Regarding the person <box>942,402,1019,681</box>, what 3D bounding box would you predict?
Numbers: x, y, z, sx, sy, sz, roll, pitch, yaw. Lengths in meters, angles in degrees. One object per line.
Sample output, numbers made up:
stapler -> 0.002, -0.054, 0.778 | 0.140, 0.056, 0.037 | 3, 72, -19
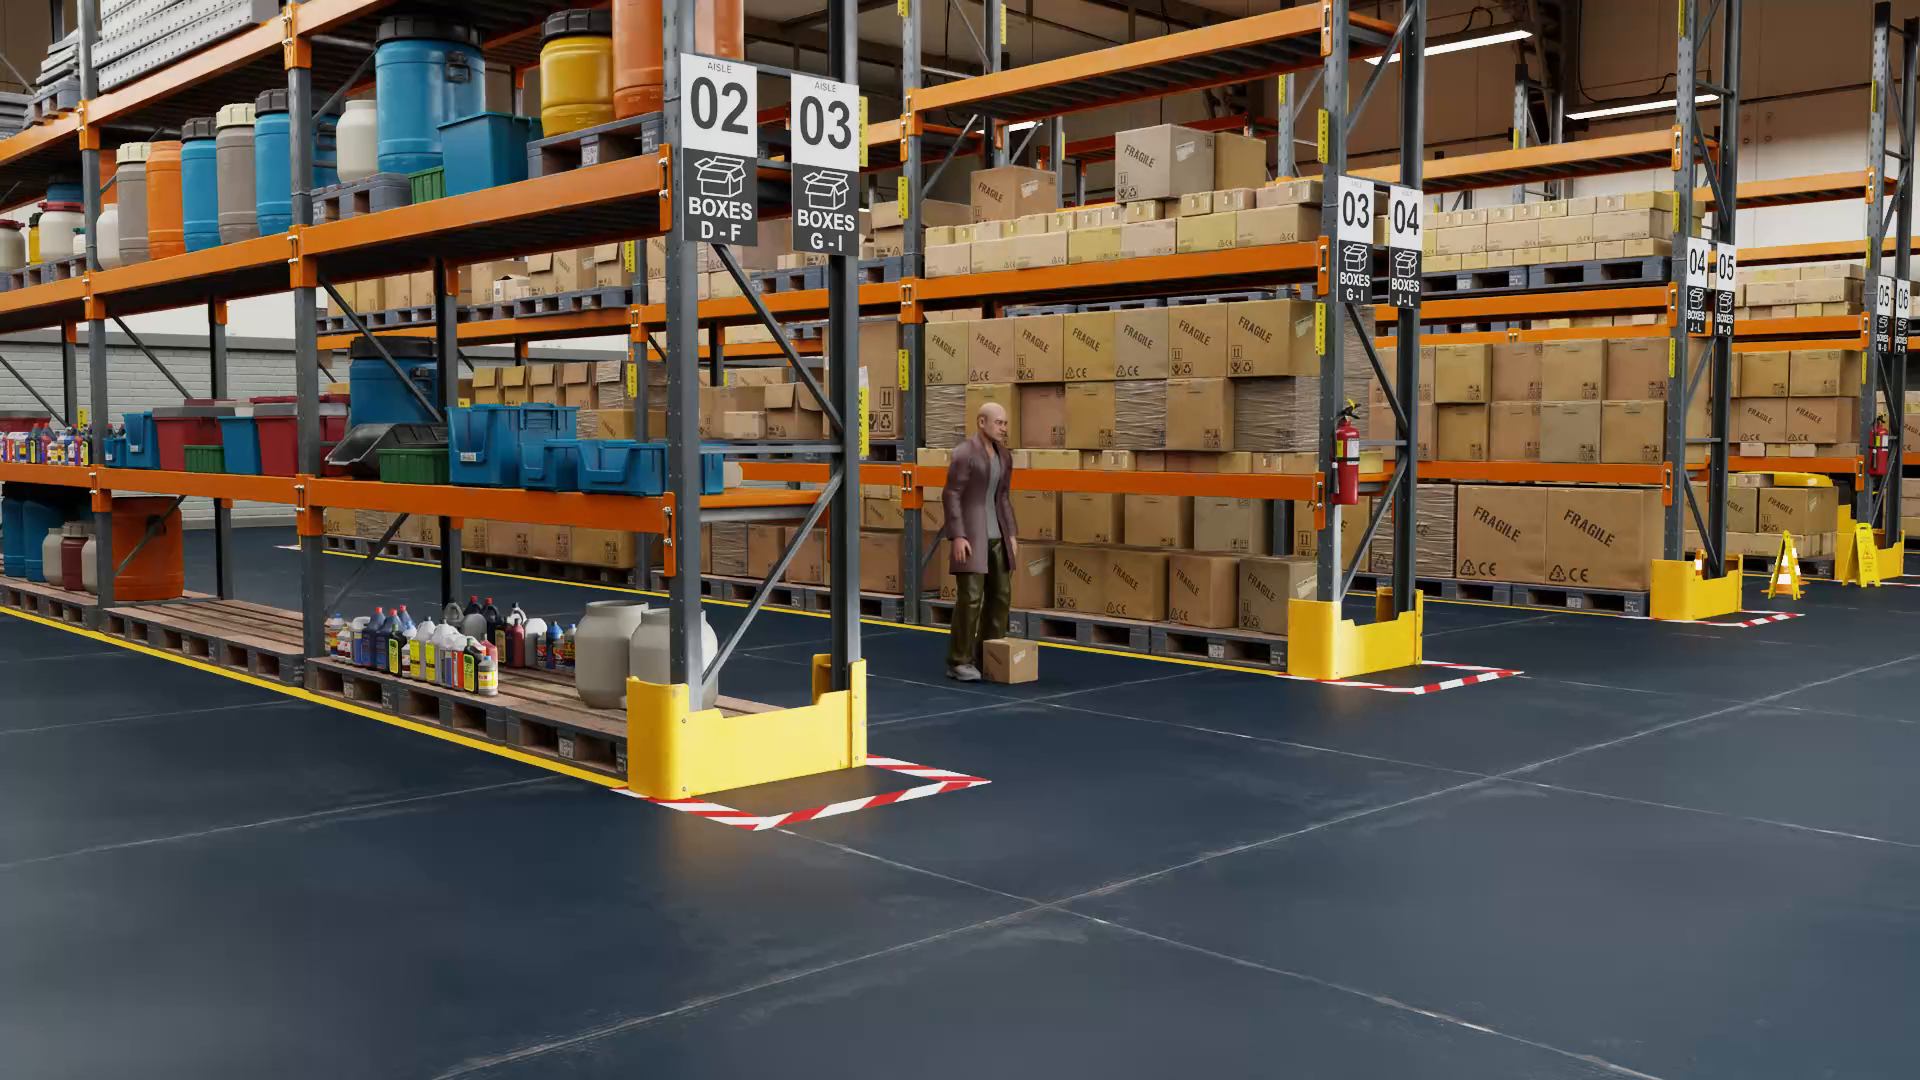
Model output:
person -> 0.152, -0.001, 10.763 | 0.429, 1.772, 0.648 | 3, 5, 42
